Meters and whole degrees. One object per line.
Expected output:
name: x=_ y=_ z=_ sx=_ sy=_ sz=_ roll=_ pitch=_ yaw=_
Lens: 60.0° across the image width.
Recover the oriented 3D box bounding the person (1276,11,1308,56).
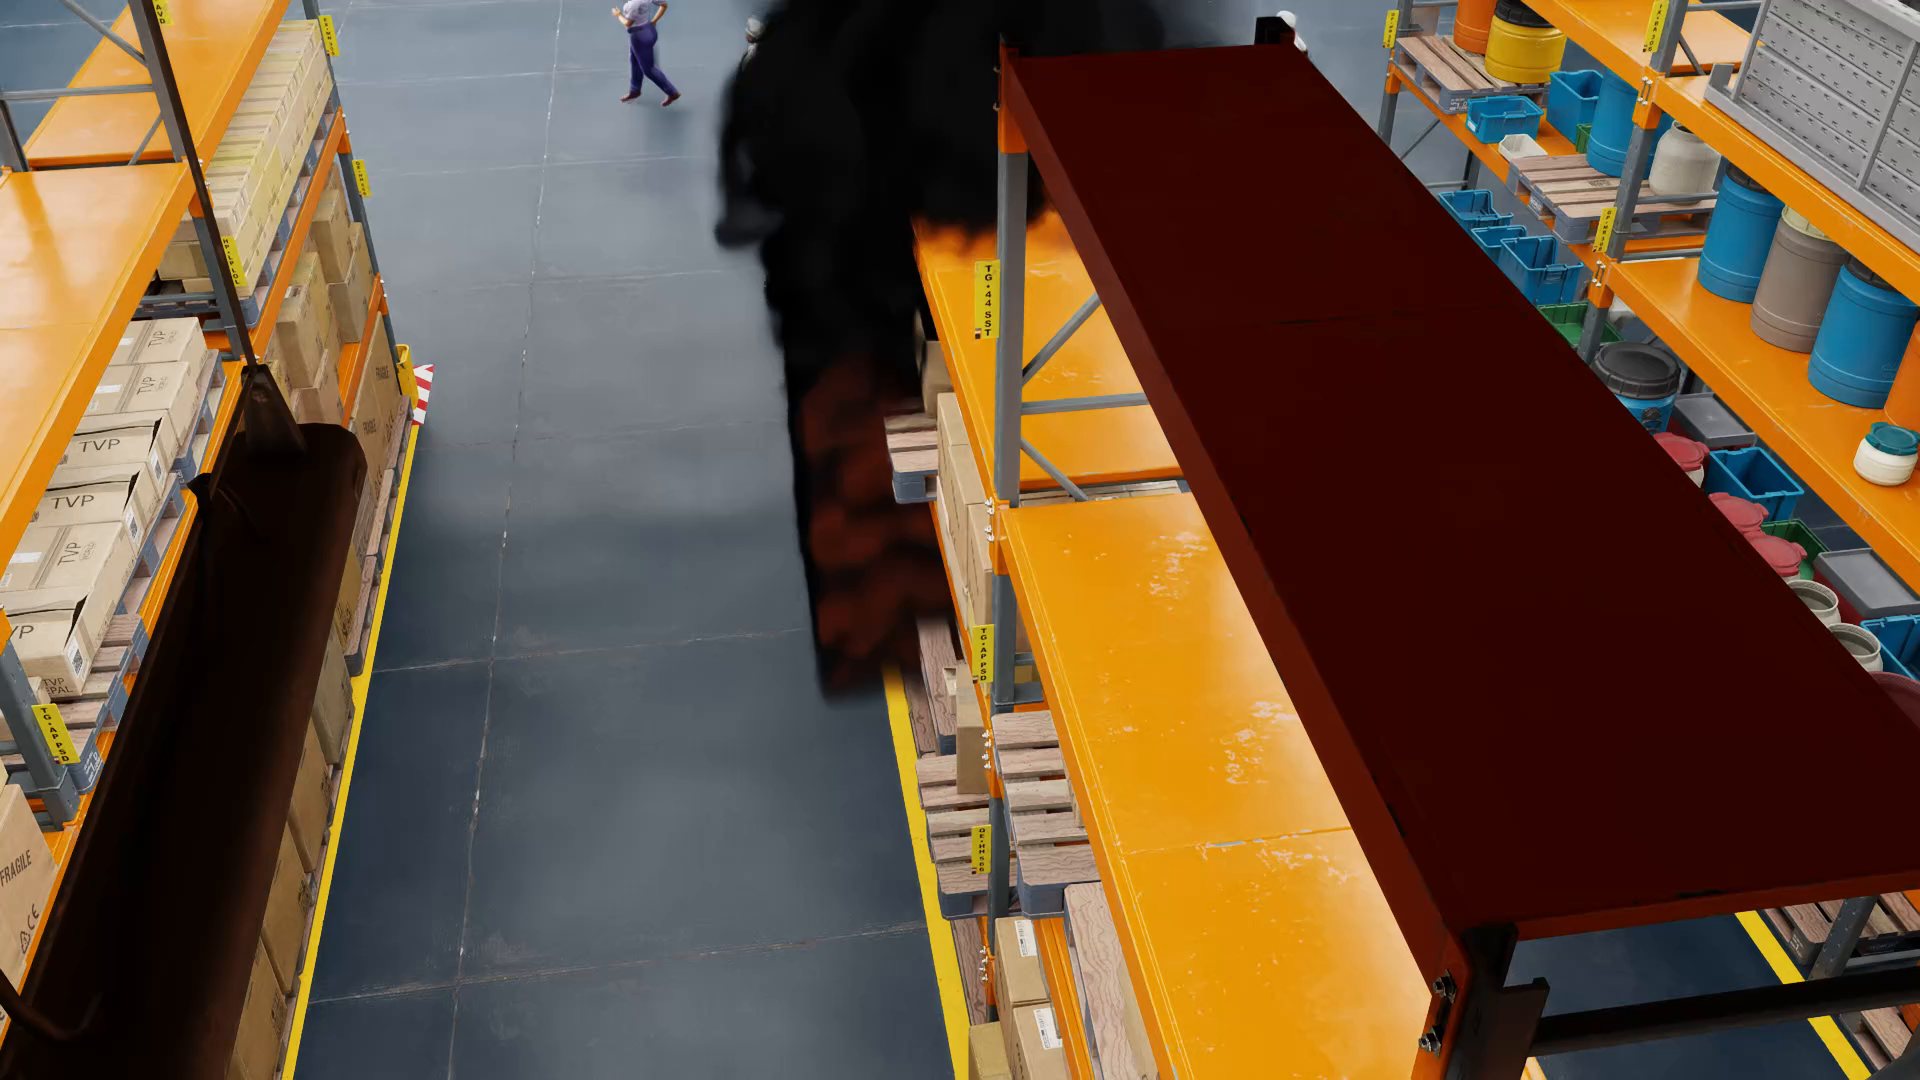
person: x=3.580 y=-5.143 z=18.911 sx=0.969 sy=1.757 sz=0.702 roll=11 pitch=38 yaw=14

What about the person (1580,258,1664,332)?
person: x=5.897 y=-2.137 z=14.883 sx=0.710 sy=1.729 sz=0.609 roll=-6 pitch=37 yaw=-8

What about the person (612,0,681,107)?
person: x=-3.876 y=-6.122 z=20.377 sx=0.895 sy=1.671 sz=0.594 roll=7 pitch=37 yaw=10

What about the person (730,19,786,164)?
person: x=-2.317 y=-5.121 z=19.018 sx=0.581 sy=1.663 sz=0.585 roll=11 pitch=38 yaw=15
